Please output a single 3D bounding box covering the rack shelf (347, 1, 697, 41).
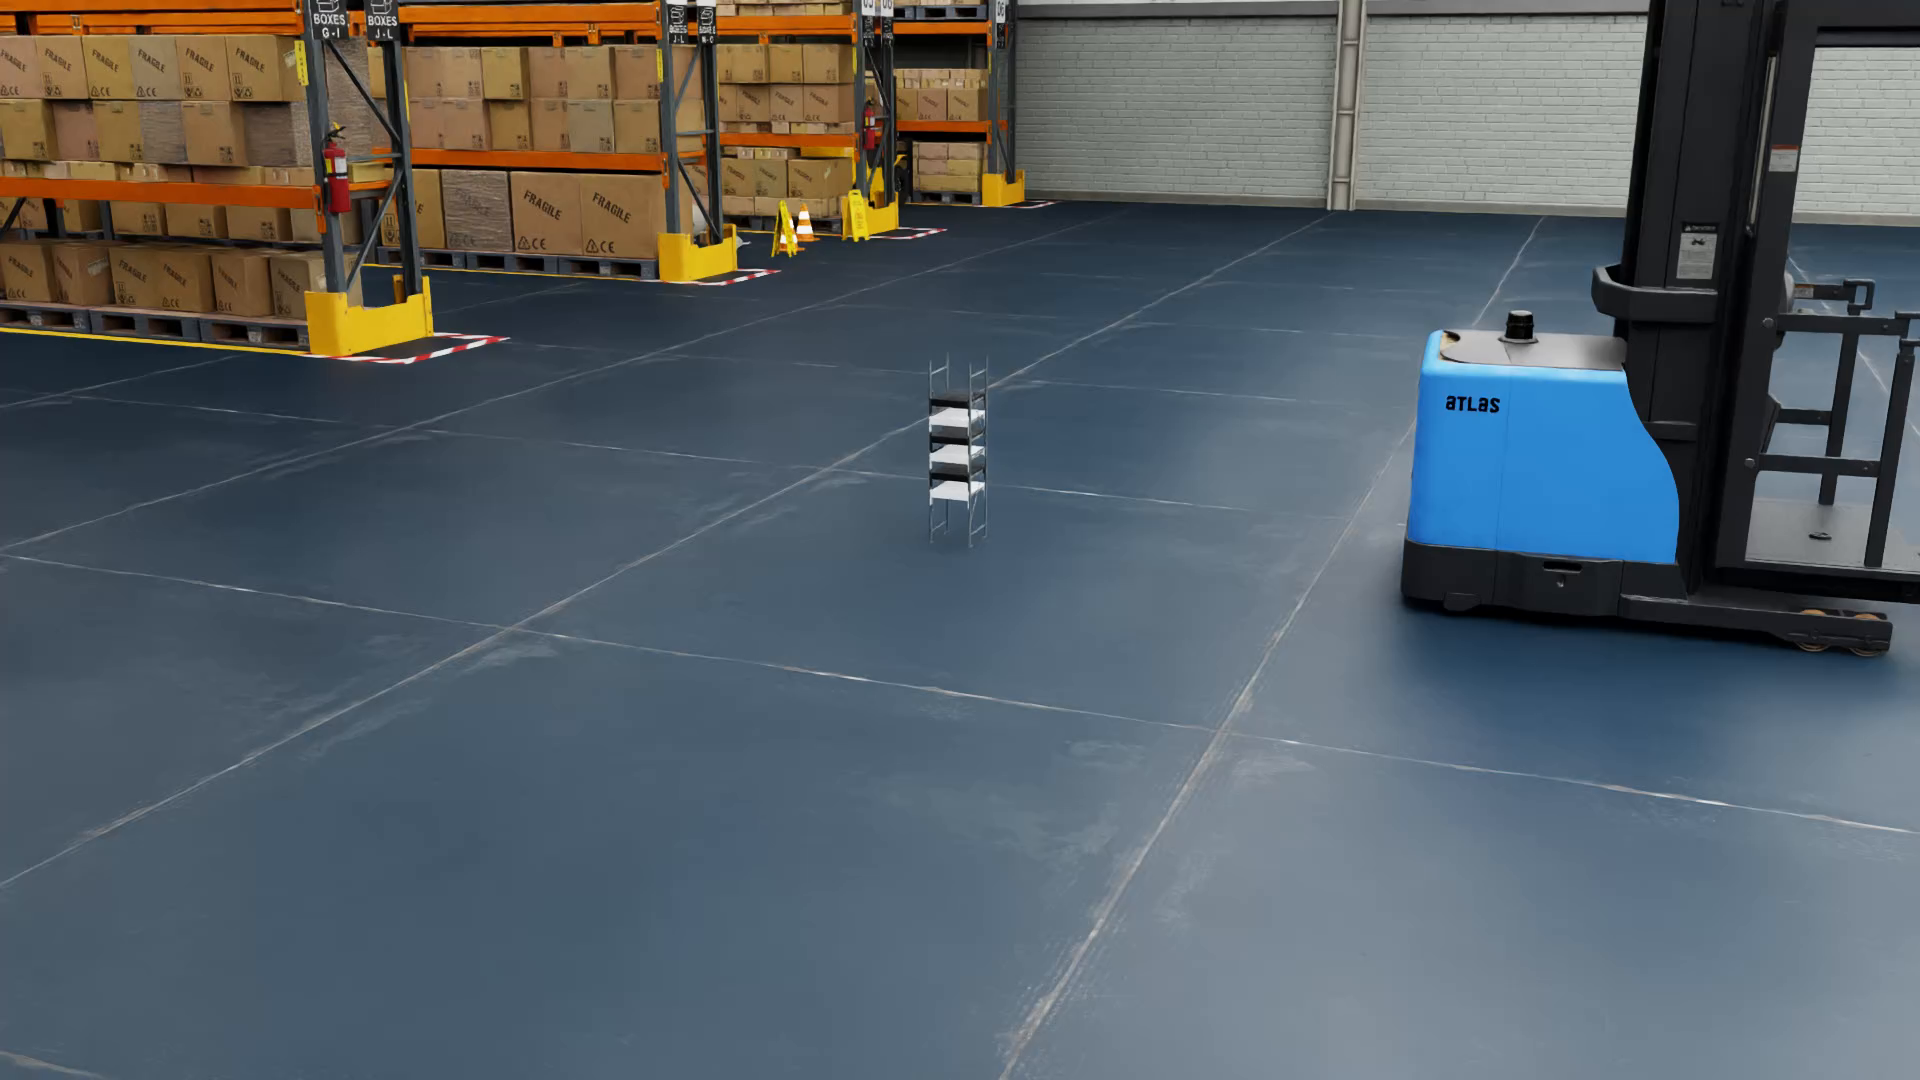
[{"bbox_3d":[-4.719,-5.628,18.089,4.000,0.370,1.077,6,17,21],"label":"rack shelf"}]

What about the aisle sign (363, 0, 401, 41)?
[{"bbox_3d":[-4.605,-4.372,13.191,0.004,0.787,0.394,6,17,21],"label":"aisle sign"}]

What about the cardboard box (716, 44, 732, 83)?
[{"bbox_3d":[-3.085,-6.455,22.523,0.500,0.500,0.700,6,17,20],"label":"cardboard box"}]

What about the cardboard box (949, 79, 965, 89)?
[{"bbox_3d":[0.007,-7.251,26.427,0.250,0.149,0.380,7,17,22],"label":"cardboard box"}]

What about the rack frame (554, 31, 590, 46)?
[{"bbox_3d":[-6.761,-7.728,29.415,0.127,3.000,1.000,6,17,21],"label":"rack frame"}]

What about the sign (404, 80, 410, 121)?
[{"bbox_3d":[-4.574,-3.609,13.671,0.005,0.325,0.100,6,17,21],"label":"sign"}]

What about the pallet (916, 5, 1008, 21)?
[{"bbox_3d":[0.033,-8.387,26.462,1.213,0.211,1.003,6,17,21],"label":"pallet"}]

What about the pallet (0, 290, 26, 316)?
[{"bbox_3d":[-9.219,-2.201,15.378,1.213,0.211,1.003,6,17,21],"label":"pallet"}]

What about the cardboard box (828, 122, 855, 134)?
[{"bbox_3d":[-1.563,-5.484,22.136,0.250,0.149,0.380,7,18,22],"label":"cardboard box"}]

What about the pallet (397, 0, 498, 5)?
[{"bbox_3d":[-5.823,-6.049,18.408,1.213,0.211,1.003,6,17,21],"label":"pallet"}]

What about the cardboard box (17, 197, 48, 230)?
[{"bbox_3d":[-11.491,-4.201,20.996,0.500,0.500,0.500,7,18,23],"label":"cardboard box"}]

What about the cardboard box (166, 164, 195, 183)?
[{"bbox_3d":[-6.283,-3.031,13.684,0.250,0.149,0.380,6,17,21],"label":"cardboard box"}]

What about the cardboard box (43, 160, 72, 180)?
[{"bbox_3d":[-7.480,-3.134,14.039,0.250,0.149,0.380,6,17,21],"label":"cardboard box"}]

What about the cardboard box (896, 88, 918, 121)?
[{"bbox_3d":[-0.829,-7.048,26.892,0.500,0.500,0.500,6,17,20],"label":"cardboard box"}]

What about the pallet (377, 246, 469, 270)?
[{"bbox_3d":[-5.901,-3.300,19.163,1.213,0.211,1.003,6,17,21],"label":"pallet"}]

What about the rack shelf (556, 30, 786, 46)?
[{"bbox_3d":[-4.900,-8.619,28.392,4.000,0.370,1.077,6,17,21],"label":"rack shelf"}]

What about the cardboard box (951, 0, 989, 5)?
[{"bbox_3d":[0.180,-8.630,26.030,0.500,0.500,0.500,7,18,22],"label":"cardboard box"}]

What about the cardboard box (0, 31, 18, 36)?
[{"bbox_3d":[-9.182,-4.069,14.979,1.000,1.000,1.000,6,17,21],"label":"cardboard box"}]

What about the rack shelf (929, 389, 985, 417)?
[{"bbox_3d":[-0.008,-0.660,7.985,0.200,0.077,0.258,6,17,21],"label":"rack shelf"}]

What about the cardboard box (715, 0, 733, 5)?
[{"bbox_3d":[-3.134,-7.271,22.194,0.500,0.250,0.500,6,17,21],"label":"cardboard box"}]

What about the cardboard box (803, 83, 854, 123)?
[{"bbox_3d":[-1.743,-5.797,22.050,0.500,0.500,0.500,6,17,20],"label":"cardboard box"}]

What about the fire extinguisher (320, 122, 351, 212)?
[{"bbox_3d":[-4.835,-2.884,12.866,0.183,0.674,0.296,6,17,21],"label":"fire extinguisher"}]

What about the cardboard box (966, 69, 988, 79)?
[{"bbox_3d":[0.271,-7.394,26.388,0.250,0.149,0.380,6,17,21],"label":"cardboard box"}]

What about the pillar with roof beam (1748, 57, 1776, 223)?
[{"bbox_3d":[9.948,-7.752,18.736,0.400,9.000,9.100,6,17,21],"label":"pillar with roof beam"}]

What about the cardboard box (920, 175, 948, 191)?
[{"bbox_3d":[-0.331,-5.811,26.988,0.500,0.250,0.500,6,17,21],"label":"cardboard box"}]

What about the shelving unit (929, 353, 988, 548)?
[{"bbox_3d":[-0.008,-0.433,8.051,0.210,0.900,0.258,6,17,21],"label":"shelving unit"}]

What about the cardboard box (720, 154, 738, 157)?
[{"bbox_3d":[-3.260,-5.178,23.465,0.500,0.500,0.500,7,18,24],"label":"cardboard box"}]

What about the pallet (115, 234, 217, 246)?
[{"bbox_3d":[-9.595,-3.707,20.565,1.213,0.211,1.003,6,17,21],"label":"pallet"}]

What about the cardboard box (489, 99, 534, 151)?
[{"bbox_3d":[-4.723,-4.610,18.405,0.500,0.550,0.875,6,17,21],"label":"cardboard box"}]

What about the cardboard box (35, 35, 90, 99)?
[{"bbox_3d":[-7.238,-3.918,13.784,0.500,0.500,0.500,6,17,21],"label":"cardboard box"}]

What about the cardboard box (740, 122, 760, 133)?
[{"bbox_3d":[-2.779,-5.597,22.524,0.250,0.149,0.380,6,17,20],"label":"cardboard box"}]

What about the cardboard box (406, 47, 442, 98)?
[{"bbox_3d":[-5.695,-5.255,18.690,0.550,0.550,0.875,6,17,21],"label":"cardboard box"}]

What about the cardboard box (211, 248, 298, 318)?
[{"bbox_3d":[-5.916,-2.174,14.012,0.500,0.500,0.500,12,20,35],"label":"cardboard box"}]

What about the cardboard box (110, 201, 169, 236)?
[{"bbox_3d":[-9.767,-4.182,20.481,0.750,0.750,1.050,6,17,20],"label":"cardboard box"}]

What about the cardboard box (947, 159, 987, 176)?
[{"bbox_3d":[0.114,-6.000,26.743,0.500,0.250,0.500,6,17,20],"label":"cardboard box"}]

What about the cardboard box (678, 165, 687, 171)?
[{"bbox_3d":[-3.906,-5.091,23.163,0.500,0.500,0.500,7,18,23],"label":"cardboard box"}]

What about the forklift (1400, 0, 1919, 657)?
[{"bbox_3d":[3.472,-1.111,6.745,3.031,2.935,1.130,5,17,16],"label":"forklift"}]

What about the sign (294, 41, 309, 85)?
[{"bbox_3d":[-4.995,-3.618,12.613,0.005,0.325,0.100,6,17,21],"label":"sign"}]

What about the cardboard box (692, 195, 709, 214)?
[{"bbox_3d":[-3.413,-4.677,23.083,0.500,0.250,0.500,6,17,20],"label":"cardboard box"}]

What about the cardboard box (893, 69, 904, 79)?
[{"bbox_3d":[-0.953,-7.499,26.748,0.250,0.149,0.380,7,17,22],"label":"cardboard box"}]

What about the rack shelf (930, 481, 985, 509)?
[{"bbox_3d":[-0.008,-0.228,8.111,0.200,0.077,0.258,6,17,21],"label":"rack shelf"}]

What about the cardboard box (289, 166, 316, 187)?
[{"bbox_3d":[-5.114,-2.907,13.258,0.250,0.149,0.380,6,17,21],"label":"cardboard box"}]

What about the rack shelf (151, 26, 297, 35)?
[{"bbox_3d":[-10.439,-7.740,25.366,4.000,0.370,1.077,6,17,21],"label":"rack shelf"}]

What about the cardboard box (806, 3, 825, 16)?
[{"bbox_3d":[-1.815,-6.923,21.711,0.250,0.149,0.380,6,17,21],"label":"cardboard box"}]

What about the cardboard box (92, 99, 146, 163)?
[{"bbox_3d":[-6.694,-3.443,13.940,0.500,0.500,0.875,6,17,21],"label":"cardboard box"}]

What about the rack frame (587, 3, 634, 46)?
[{"bbox_3d":[-4.858,-6.032,23.570,0.127,3.000,1.000,6,17,21],"label":"rack frame"}]

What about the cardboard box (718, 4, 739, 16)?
[{"bbox_3d":[-3.016,-7.052,22.154,0.250,0.149,0.380,6,17,20],"label":"cardboard box"}]

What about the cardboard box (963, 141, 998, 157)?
[{"bbox_3d":[0.303,-6.370,27.120,0.500,0.250,0.500,6,17,20],"label":"cardboard box"}]

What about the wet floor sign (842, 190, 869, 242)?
[{"bbox_3d":[-1.353,-4.195,21.466,0.232,0.644,0.267,14,21,40],"label":"wet floor sign"}]

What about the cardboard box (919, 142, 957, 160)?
[{"bbox_3d":[-0.339,-6.288,26.840,0.500,0.250,0.500,7,17,22],"label":"cardboard box"}]

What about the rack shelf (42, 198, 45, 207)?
[{"bbox_3d":[-10.354,-3.320,15.521,4.000,0.370,1.077,6,17,21],"label":"rack shelf"}]

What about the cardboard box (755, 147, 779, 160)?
[{"bbox_3d":[-2.576,-5.236,22.500,0.250,0.149,0.380,7,17,22],"label":"cardboard box"}]

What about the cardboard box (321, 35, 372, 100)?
[{"bbox_3d":[-5.184,-3.850,13.549,0.500,0.500,0.500,6,17,21],"label":"cardboard box"}]

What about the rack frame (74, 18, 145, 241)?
[{"bbox_3d":[-10.301,-5.147,20.521,0.127,3.000,1.000,6,17,21],"label":"rack frame"}]

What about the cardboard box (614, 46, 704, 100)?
[{"bbox_3d":[-3.190,-4.967,17.696,0.550,0.550,0.875,6,17,21],"label":"cardboard box"}]
